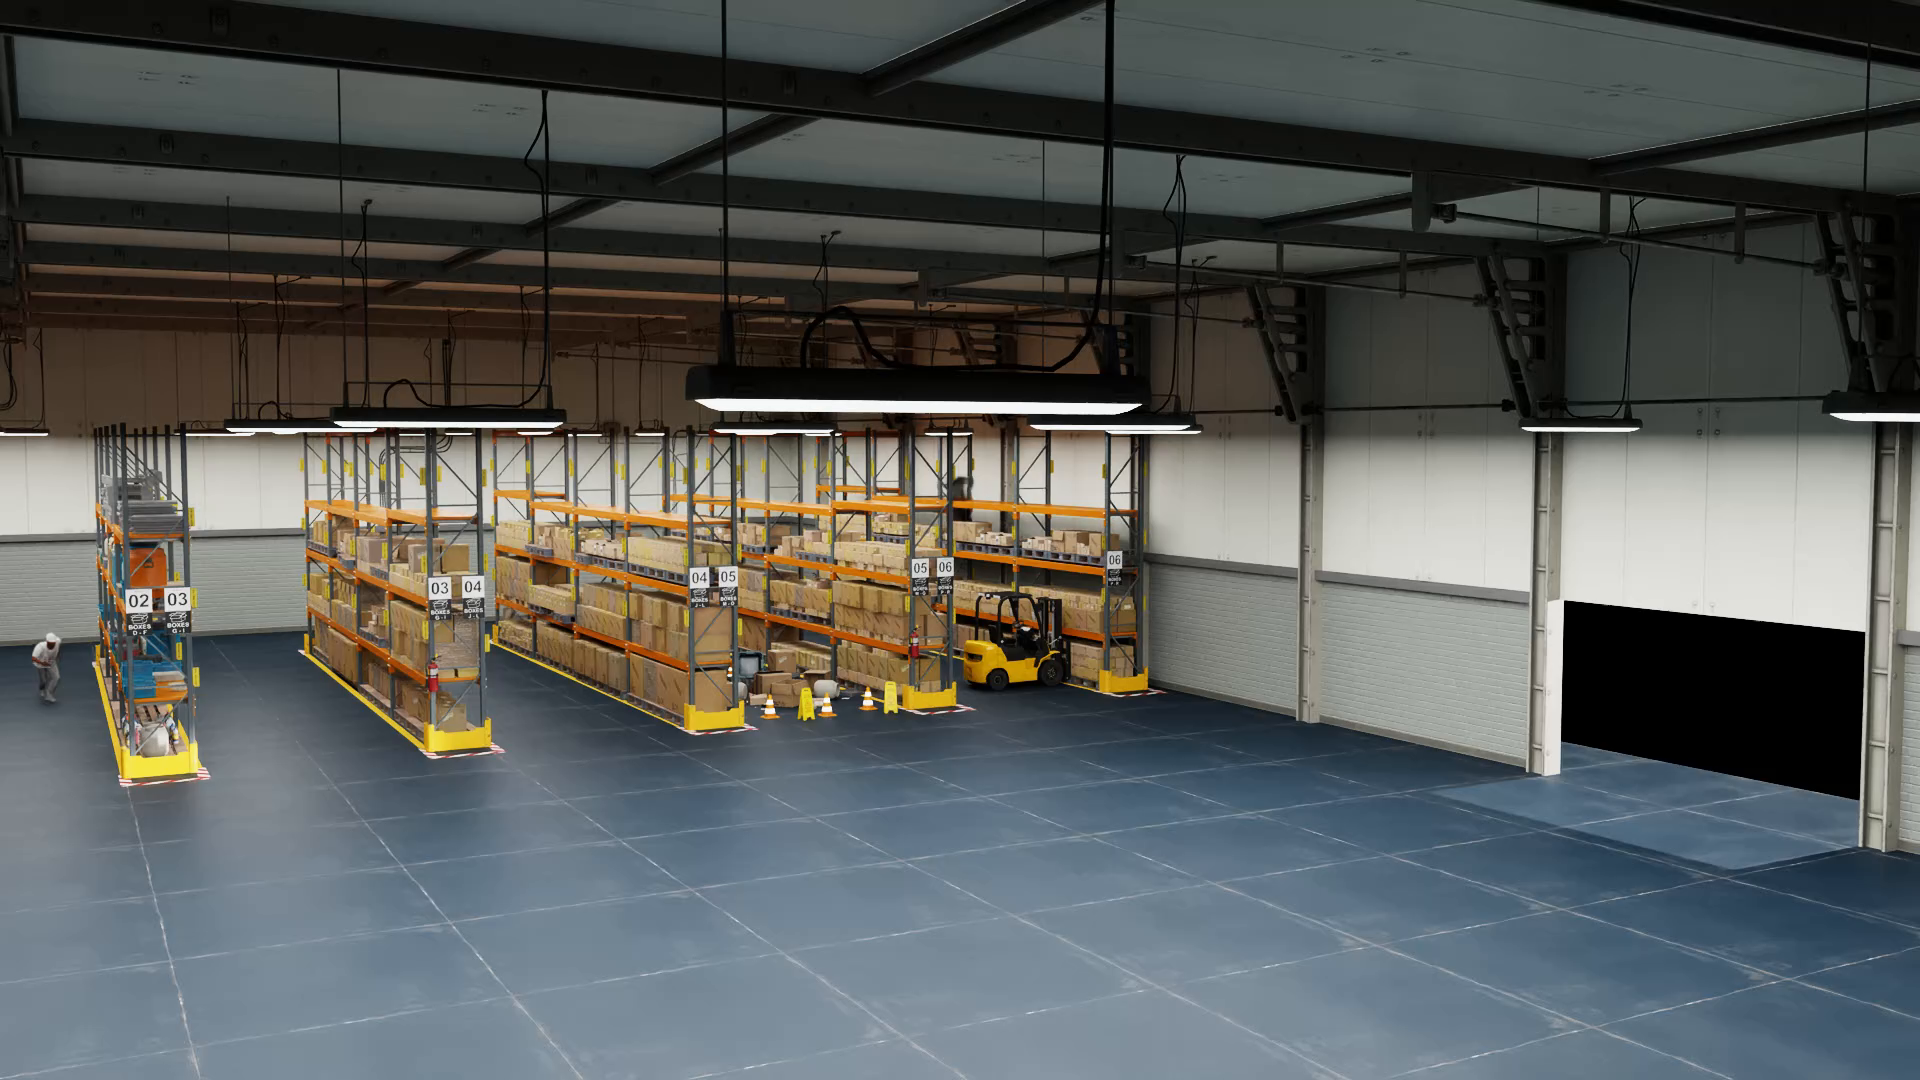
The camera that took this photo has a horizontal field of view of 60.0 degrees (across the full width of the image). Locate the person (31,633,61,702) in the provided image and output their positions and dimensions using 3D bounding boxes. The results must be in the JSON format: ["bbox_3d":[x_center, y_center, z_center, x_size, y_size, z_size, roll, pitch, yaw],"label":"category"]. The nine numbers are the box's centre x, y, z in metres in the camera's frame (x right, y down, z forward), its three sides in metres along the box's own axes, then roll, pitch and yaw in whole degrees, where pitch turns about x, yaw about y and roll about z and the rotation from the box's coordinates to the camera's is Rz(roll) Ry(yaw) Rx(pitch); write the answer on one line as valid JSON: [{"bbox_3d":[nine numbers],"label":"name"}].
[{"bbox_3d":[-20.006,2.765,36.347,1.202,1.537,0.683,3,5,41],"label":"person"}]

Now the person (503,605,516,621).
[{"bbox_3d":[-13.025,1.967,48.139,0.676,1.692,0.804,2,4,30],"label":"person"}]
